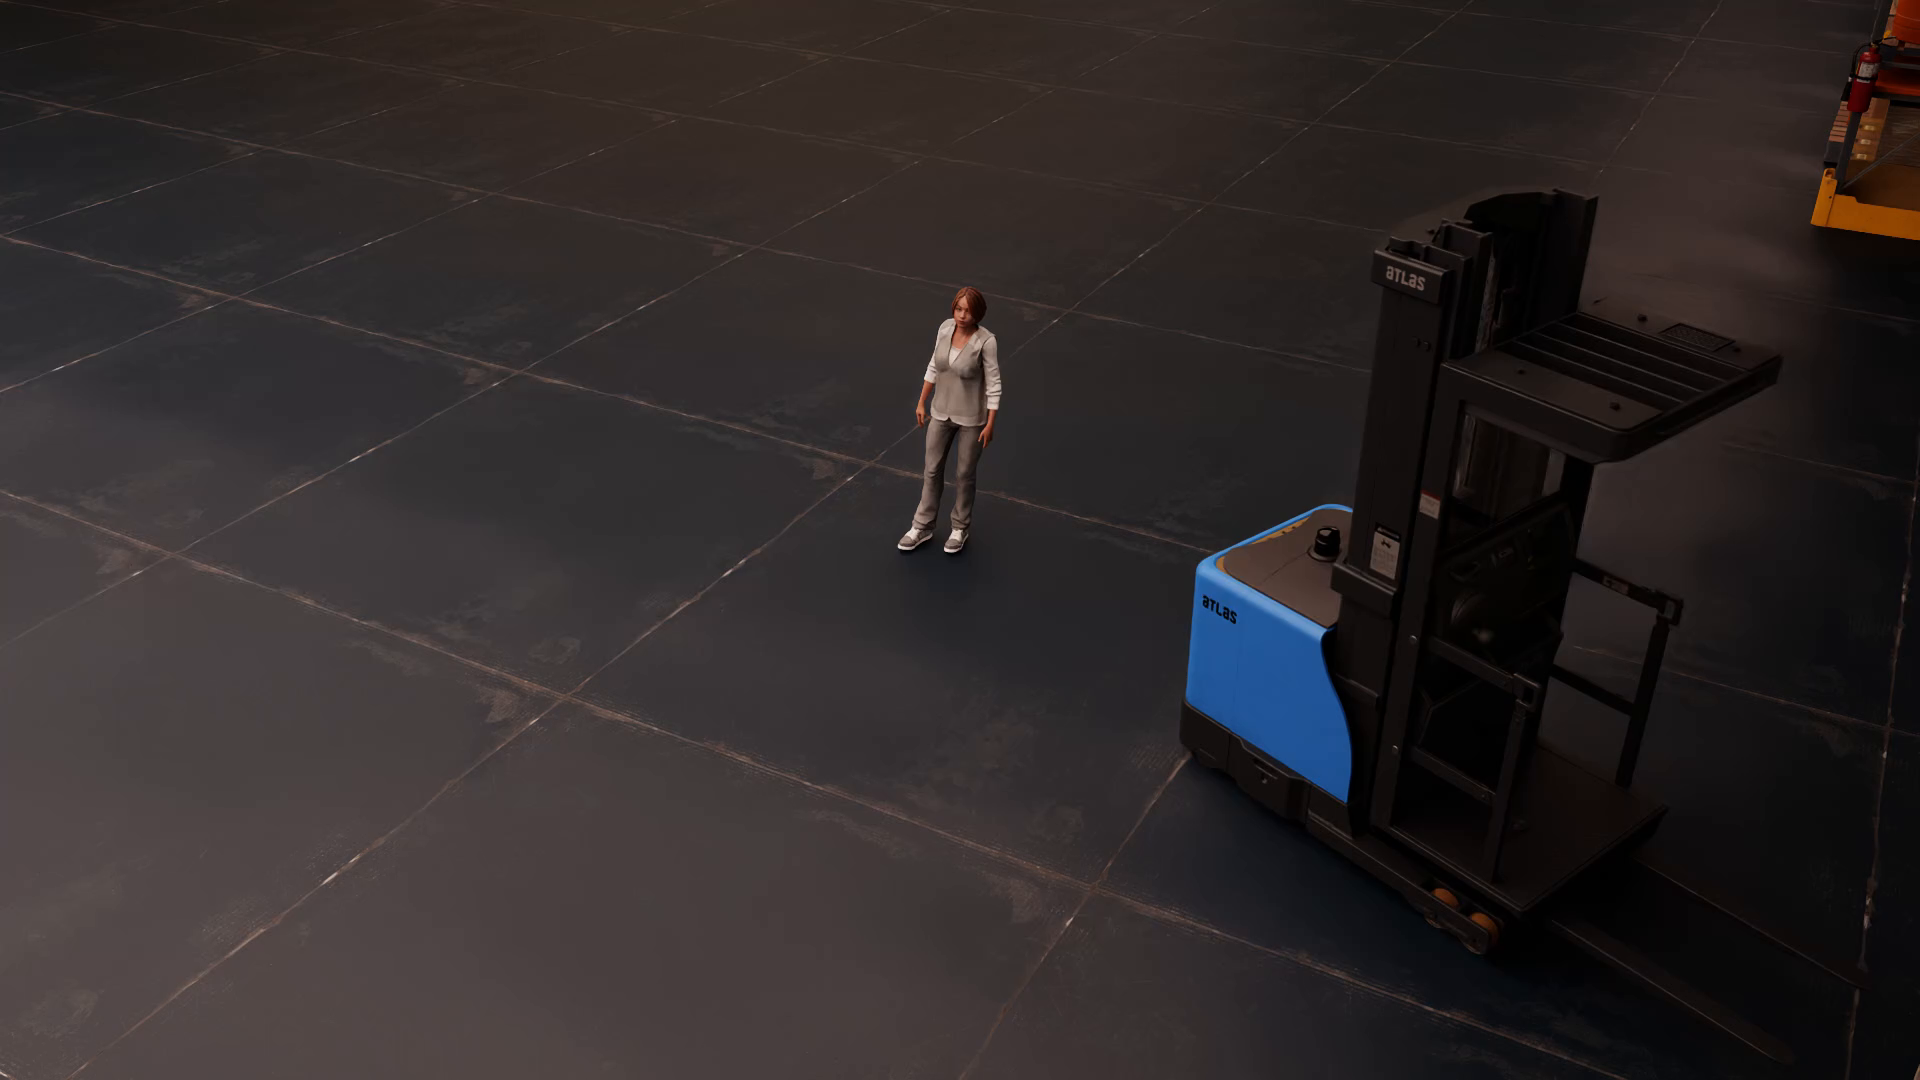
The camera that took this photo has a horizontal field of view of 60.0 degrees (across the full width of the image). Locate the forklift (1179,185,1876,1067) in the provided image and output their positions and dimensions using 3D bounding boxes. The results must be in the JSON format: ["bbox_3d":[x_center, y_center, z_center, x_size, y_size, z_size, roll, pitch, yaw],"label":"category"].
[{"bbox_3d":[2.392,0.184,6.752,1.130,2.935,3.031,-22,37,-33],"label":"forklift"}]

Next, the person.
[{"bbox_3d":[-0.048,-0.669,9.550,0.521,1.596,0.475,15,33,25],"label":"person"}]
